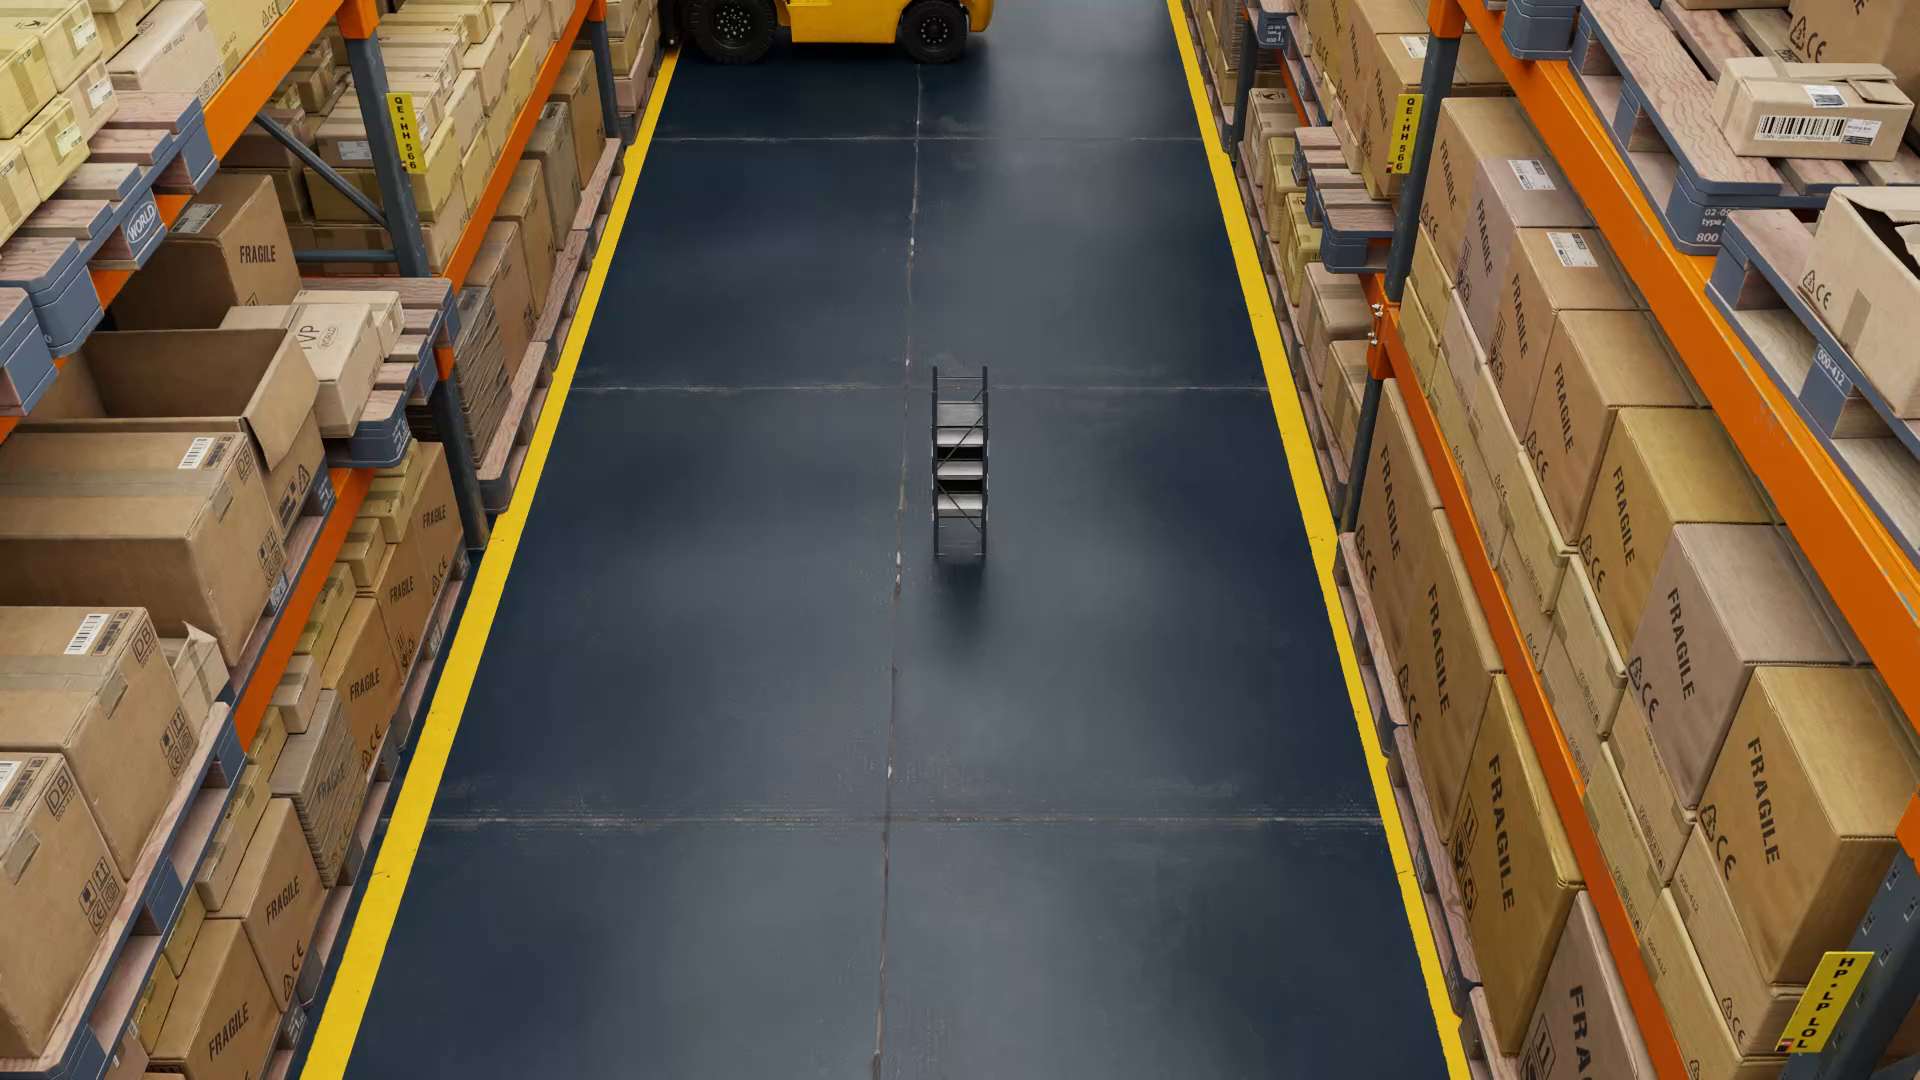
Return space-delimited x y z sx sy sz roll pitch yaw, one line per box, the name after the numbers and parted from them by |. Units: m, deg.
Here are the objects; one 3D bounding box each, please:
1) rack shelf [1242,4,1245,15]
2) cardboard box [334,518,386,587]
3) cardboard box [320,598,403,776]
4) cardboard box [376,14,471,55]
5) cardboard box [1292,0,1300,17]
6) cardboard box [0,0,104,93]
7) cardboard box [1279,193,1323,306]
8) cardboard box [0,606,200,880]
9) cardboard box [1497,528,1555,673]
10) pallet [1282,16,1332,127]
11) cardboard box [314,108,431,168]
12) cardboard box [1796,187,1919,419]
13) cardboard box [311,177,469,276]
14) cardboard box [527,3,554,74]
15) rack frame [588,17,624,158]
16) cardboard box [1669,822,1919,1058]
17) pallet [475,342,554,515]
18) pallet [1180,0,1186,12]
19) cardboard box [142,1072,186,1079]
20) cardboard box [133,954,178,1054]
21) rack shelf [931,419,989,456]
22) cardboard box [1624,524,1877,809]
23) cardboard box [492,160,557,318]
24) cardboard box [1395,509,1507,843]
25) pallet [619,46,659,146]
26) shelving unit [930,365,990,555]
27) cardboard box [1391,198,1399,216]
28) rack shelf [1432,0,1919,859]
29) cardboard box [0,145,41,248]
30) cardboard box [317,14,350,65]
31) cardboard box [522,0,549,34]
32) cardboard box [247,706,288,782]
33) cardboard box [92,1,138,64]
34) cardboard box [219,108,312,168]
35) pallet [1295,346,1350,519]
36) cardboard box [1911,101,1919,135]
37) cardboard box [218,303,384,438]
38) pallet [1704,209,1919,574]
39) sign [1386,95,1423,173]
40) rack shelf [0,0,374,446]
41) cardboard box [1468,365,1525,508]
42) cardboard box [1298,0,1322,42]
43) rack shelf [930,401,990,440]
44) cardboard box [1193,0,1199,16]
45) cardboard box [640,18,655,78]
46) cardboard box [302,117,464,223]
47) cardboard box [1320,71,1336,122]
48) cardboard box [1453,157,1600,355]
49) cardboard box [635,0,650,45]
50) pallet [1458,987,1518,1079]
2.262 -4.630 11.704 1.077 0.370 4.000 0 39 0 | rack shelf
-2.453 0.050 6.433 0.380 0.149 0.250 -1 39 -2 | cardboard box
-2.486 0.564 6.311 0.500 0.500 0.500 2 39 2 | cardboard box
-2.471 -2.292 7.613 0.380 0.149 0.250 0 39 0 | cardboard box
1.976 -2.886 8.817 0.380 0.149 0.250 1 39 1 | cardboard box
-2.312 -1.193 3.988 0.380 0.149 0.250 0 39 0 | cardboard box
2.275 -1.586 9.096 0.950 0.372 0.625 1 39 1 | cardboard box
-2.467 0.519 4.287 0.700 0.500 0.500 0 39 0 | cardboard box
2.035 0.164 5.267 0.500 0.250 0.500 0 39 0 | cardboard box
2.226 -2.321 8.402 1.003 0.211 1.213 0 39 0 | pallet
-2.400 -1.644 6.804 0.380 0.149 0.250 1 39 1 | cardboard box
2.063 -0.508 3.322 0.500 0.311 0.500 0 39 0 | cardboard box
-2.450 -1.372 7.183 0.500 0.250 0.500 0 39 0 | cardboard box
-2.461 -2.656 8.785 0.500 0.250 0.500 0 39 0 | cardboard box
-2.699 -3.654 9.911 1.000 3.000 0.127 0 39 0 | rack frame
2.030 0.931 3.910 0.500 0.250 0.500 0 39 0 | cardboard box
-2.656 -0.579 8.304 1.003 0.211 1.213 0 39 0 | pallet
2.226 -4.518 13.218 1.003 0.211 1.213 0 39 0 | pallet
-2.465 1.858 4.696 0.500 0.500 0.500 2 39 2 | cardboard box
-2.513 1.349 4.812 0.380 0.149 0.250 -2 39 -2 | cardboard box
0.000 -0.461 7.371 0.258 0.077 0.200 0 39 0 | rack shelf
2.014 0.311 4.084 0.500 0.500 0.500 1 39 1 | cardboard box
-2.691 -1.609 8.923 0.875 0.625 0.625 -2 39 -2 | cardboard box
2.184 0.497 6.095 0.875 0.875 0.875 0 39 1 | cardboard box
-2.658 -3.063 11.404 1.003 0.211 1.213 0 39 0 | pallet
0.000 -0.346 7.462 0.258 0.900 0.210 0 39 0 | shelving unit
2.034 -1.429 7.000 0.380 0.149 0.250 1 39 2 | cardboard box
2.272 -0.798 4.523 1.077 0.370 4.000 0 39 0 | rack shelf
-2.296 -0.752 3.677 0.380 0.149 0.250 0 39 -1 | cardboard box
-2.941 -2.290 7.611 0.380 0.149 0.250 0 39 0 | cardboard box
-2.440 -2.842 8.618 0.500 0.250 0.500 1 39 1 | cardboard box
-2.518 0.697 5.625 0.380 0.149 0.250 0 39 0 | cardboard box
-2.478 -1.394 4.493 0.380 0.149 0.250 1 39 1 | cardboard box
-2.897 -1.648 6.809 0.380 0.149 0.250 1 39 1 | cardboard box
2.270 -0.559 8.279 1.003 0.211 1.213 0 39 0 | pallet
2.622 -1.082 4.074 0.396 0.266 0.258 3 39 4 | cardboard box
-2.369 -0.598 5.882 0.500 0.250 0.500 -2 39 -2 | cardboard box
2.224 -0.326 3.513 0.805 0.209 1.217 -1 39 -2 | pallet
1.727 -1.573 6.452 0.100 0.325 0.005 0 39 0 | sign
-2.692 -0.792 4.516 1.077 0.370 4.000 0 39 0 | rack shelf
2.011 -0.343 5.500 0.500 0.250 0.500 0 39 0 | cardboard box
1.978 -2.742 8.119 0.500 0.500 0.500 -2 39 -2 | cardboard box
0.000 -0.531 7.314 0.258 0.077 0.200 0 39 0 | rack shelf
1.991 -4.087 12.314 0.500 0.250 0.500 2 39 3 | cardboard box
-2.384 -3.365 11.414 0.500 0.250 0.500 -1 39 -1 | cardboard box
-2.426 -1.567 7.027 0.500 0.250 0.500 0 39 0 | cardboard box
1.909 -2.084 7.817 0.380 0.149 0.250 1 39 1 | cardboard box
2.036 -0.969 5.681 0.500 0.500 0.500 0 39 0 | cardboard box
-2.393 -3.558 11.254 0.500 0.250 0.500 0 39 0 | cardboard box
2.198 1.949 5.150 1.003 0.211 1.213 0 39 0 | pallet
